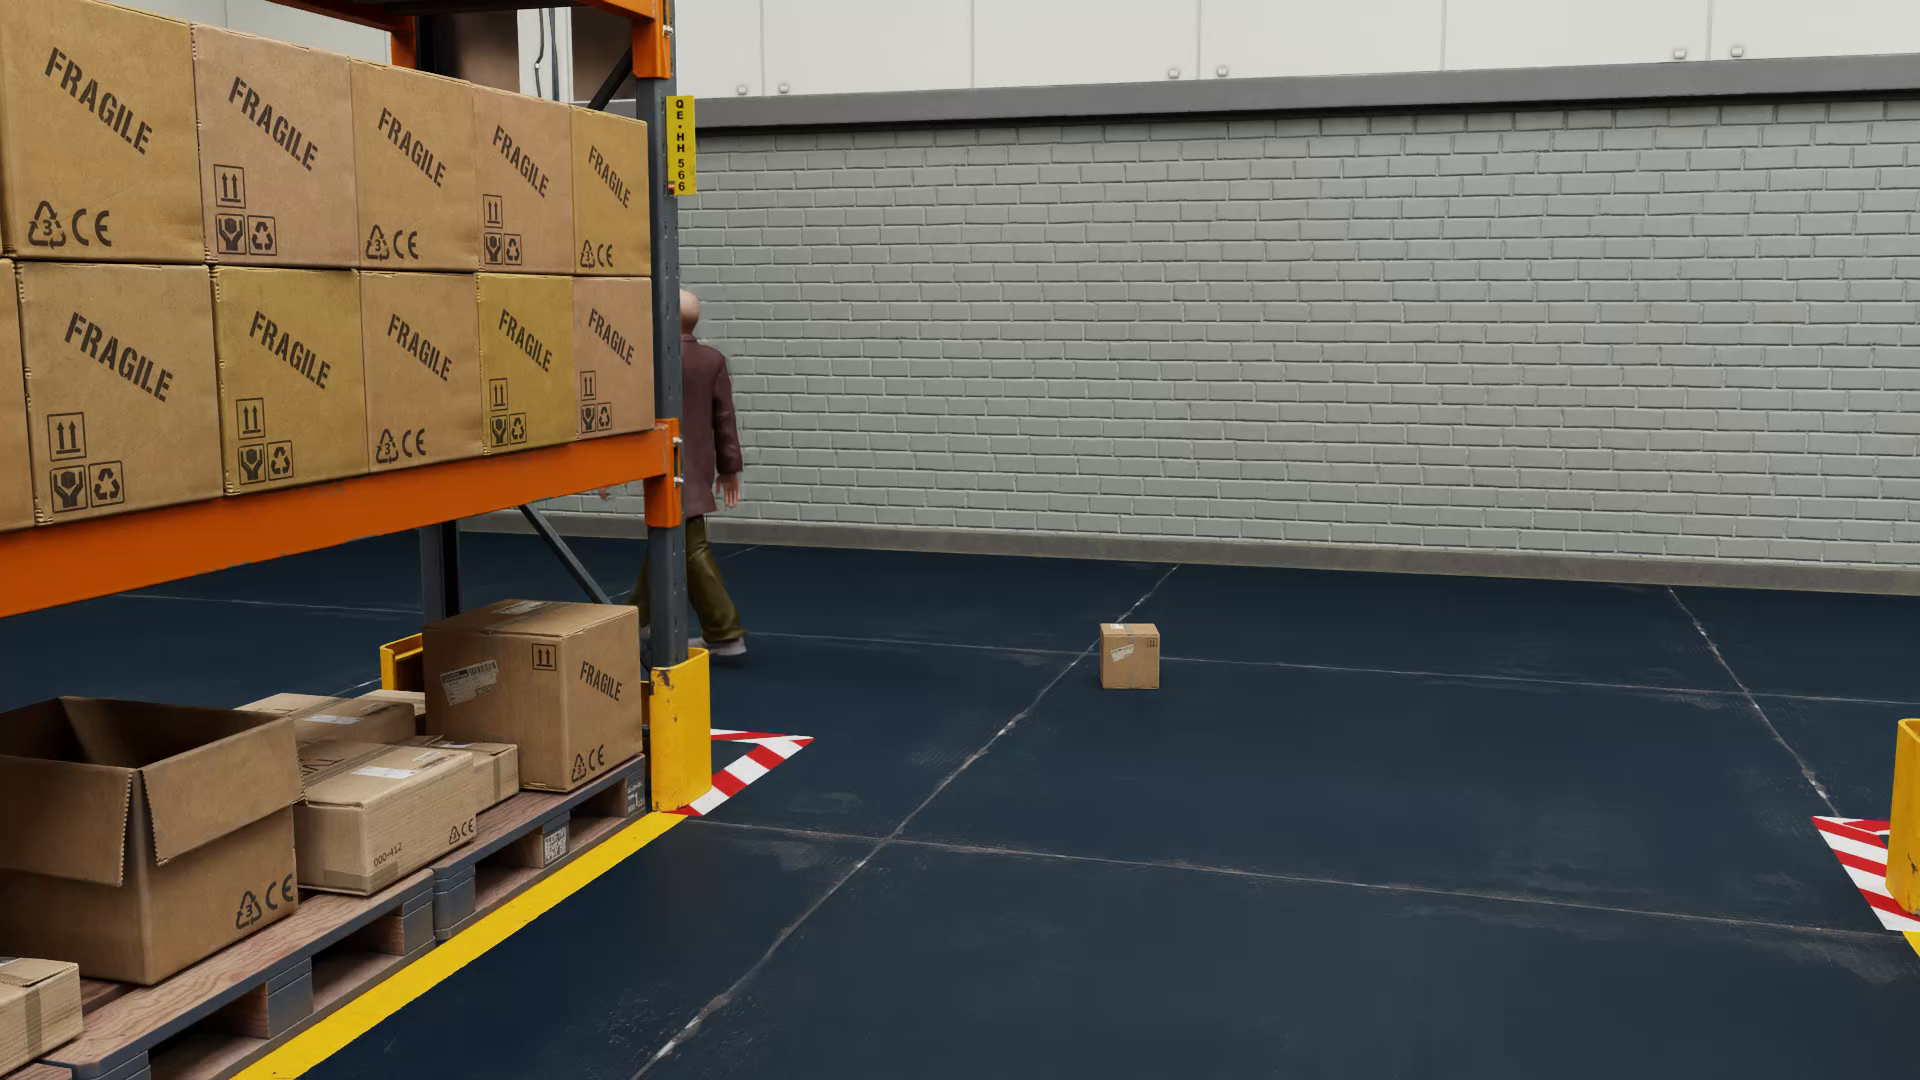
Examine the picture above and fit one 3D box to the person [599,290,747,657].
[{"bbox_3d":[-1.443,-0.328,8.031,1.009,1.739,0.619,4,9,27],"label":"person"}]
